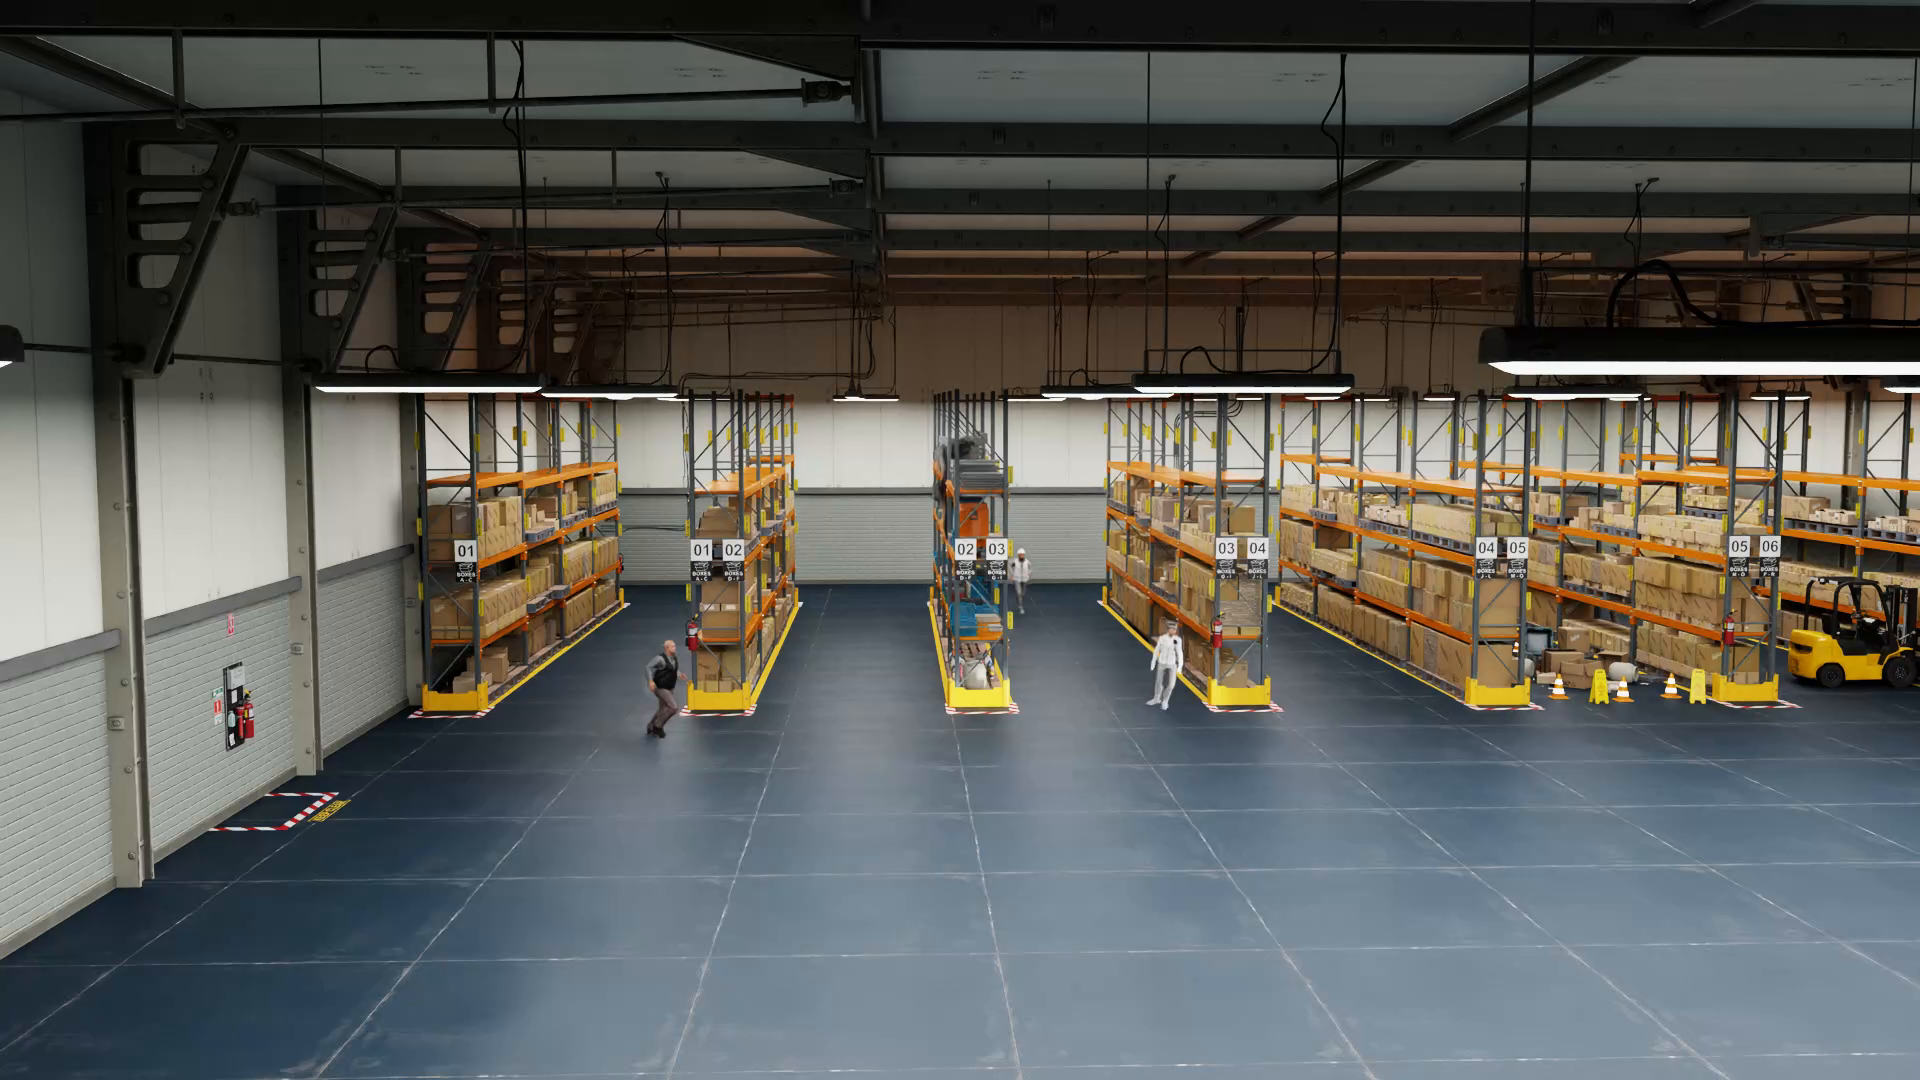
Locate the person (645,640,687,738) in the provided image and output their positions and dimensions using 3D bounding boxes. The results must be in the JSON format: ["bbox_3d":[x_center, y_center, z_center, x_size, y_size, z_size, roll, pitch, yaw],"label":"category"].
[{"bbox_3d":[-5.058,2.565,28.551,0.777,1.701,0.650,2,5,23],"label":"person"}]

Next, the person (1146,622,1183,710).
[{"bbox_3d":[3.859,2.367,31.412,0.703,1.682,0.489,1,5,16],"label":"person"}]

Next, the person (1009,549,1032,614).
[{"bbox_3d":[1.669,1.114,45.821,0.630,1.770,0.936,-1,5,-11],"label":"person"}]

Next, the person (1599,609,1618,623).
[{"bbox_3d":[16.788,1.325,43.380,0.700,1.755,1.059,-1,5,-15],"label":"person"}]
